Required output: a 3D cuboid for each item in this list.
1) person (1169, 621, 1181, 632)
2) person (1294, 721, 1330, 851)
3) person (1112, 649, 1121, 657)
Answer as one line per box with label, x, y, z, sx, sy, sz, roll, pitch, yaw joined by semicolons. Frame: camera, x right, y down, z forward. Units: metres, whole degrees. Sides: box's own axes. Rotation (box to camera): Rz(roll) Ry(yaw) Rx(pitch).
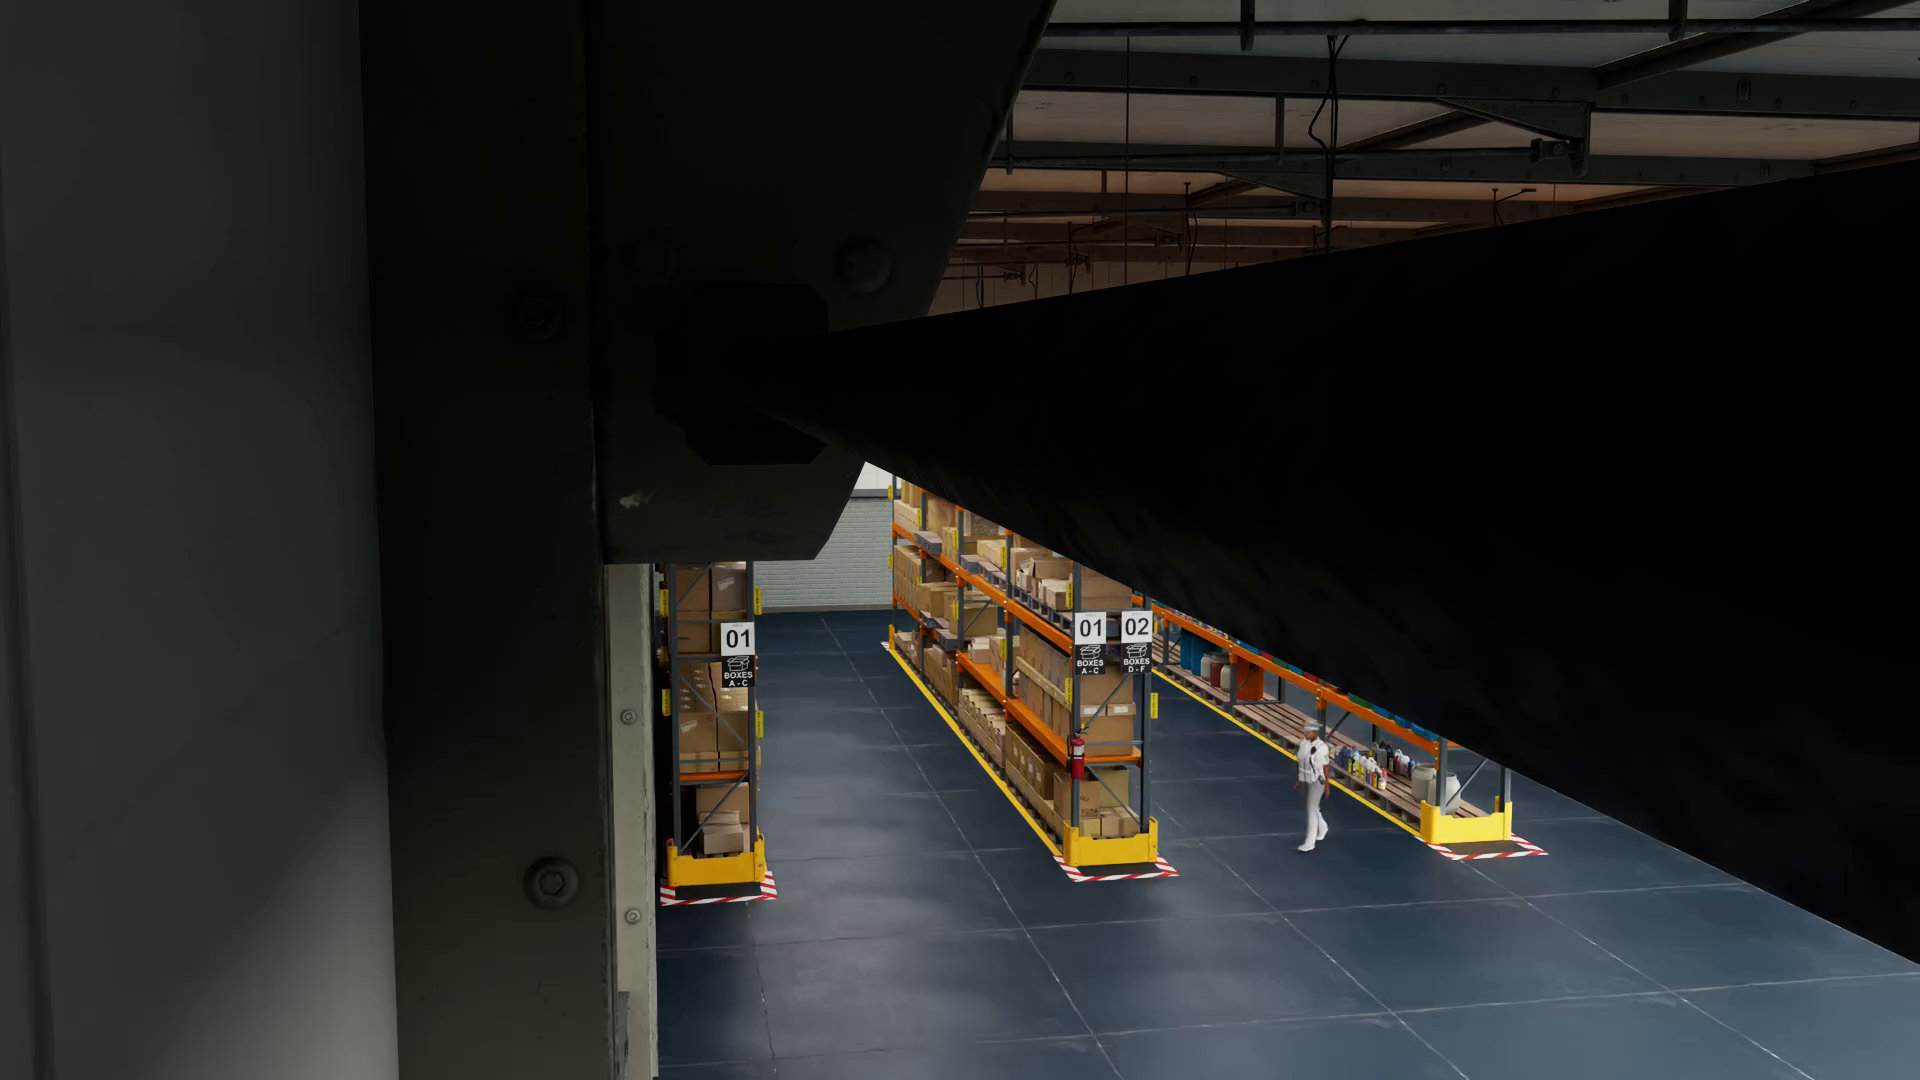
person;4.993;1.334;38.540;0.571;1.666;0.563;4;7;32
person;4.614;3.160;21.679;0.789;1.649;0.427;-4;7;-32
person;3.194;2.040;32.545;0.662;1.564;0.745;0;6;-1
